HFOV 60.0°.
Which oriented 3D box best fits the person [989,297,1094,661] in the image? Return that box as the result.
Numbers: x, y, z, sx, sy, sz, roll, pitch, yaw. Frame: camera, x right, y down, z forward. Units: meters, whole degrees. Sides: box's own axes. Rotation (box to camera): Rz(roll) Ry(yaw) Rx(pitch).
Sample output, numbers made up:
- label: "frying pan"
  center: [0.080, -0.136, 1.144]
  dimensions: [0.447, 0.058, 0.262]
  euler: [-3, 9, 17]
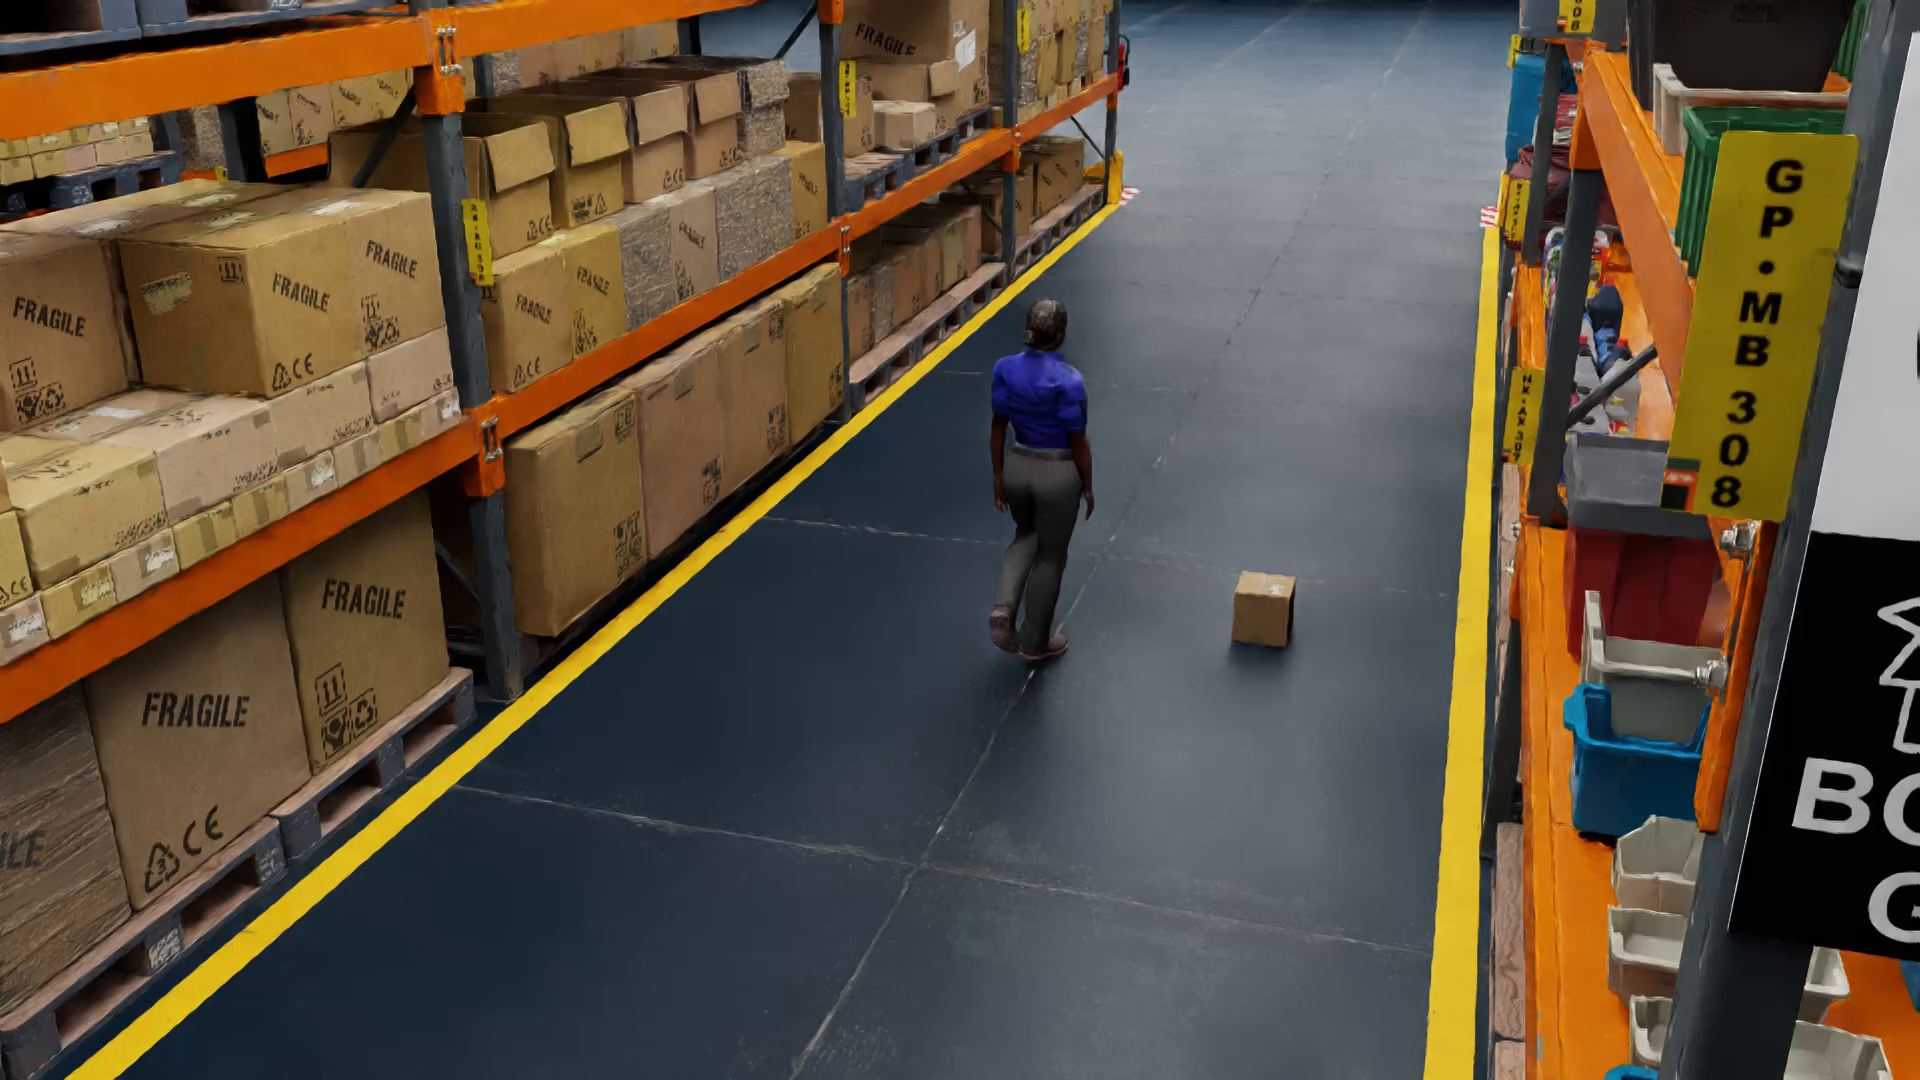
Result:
- label: "person"
  center: [0.363, -0.249, 7.161]
  dimensions: [0.455, 1.655, 0.442]
  euler: [15, 26, 32]
